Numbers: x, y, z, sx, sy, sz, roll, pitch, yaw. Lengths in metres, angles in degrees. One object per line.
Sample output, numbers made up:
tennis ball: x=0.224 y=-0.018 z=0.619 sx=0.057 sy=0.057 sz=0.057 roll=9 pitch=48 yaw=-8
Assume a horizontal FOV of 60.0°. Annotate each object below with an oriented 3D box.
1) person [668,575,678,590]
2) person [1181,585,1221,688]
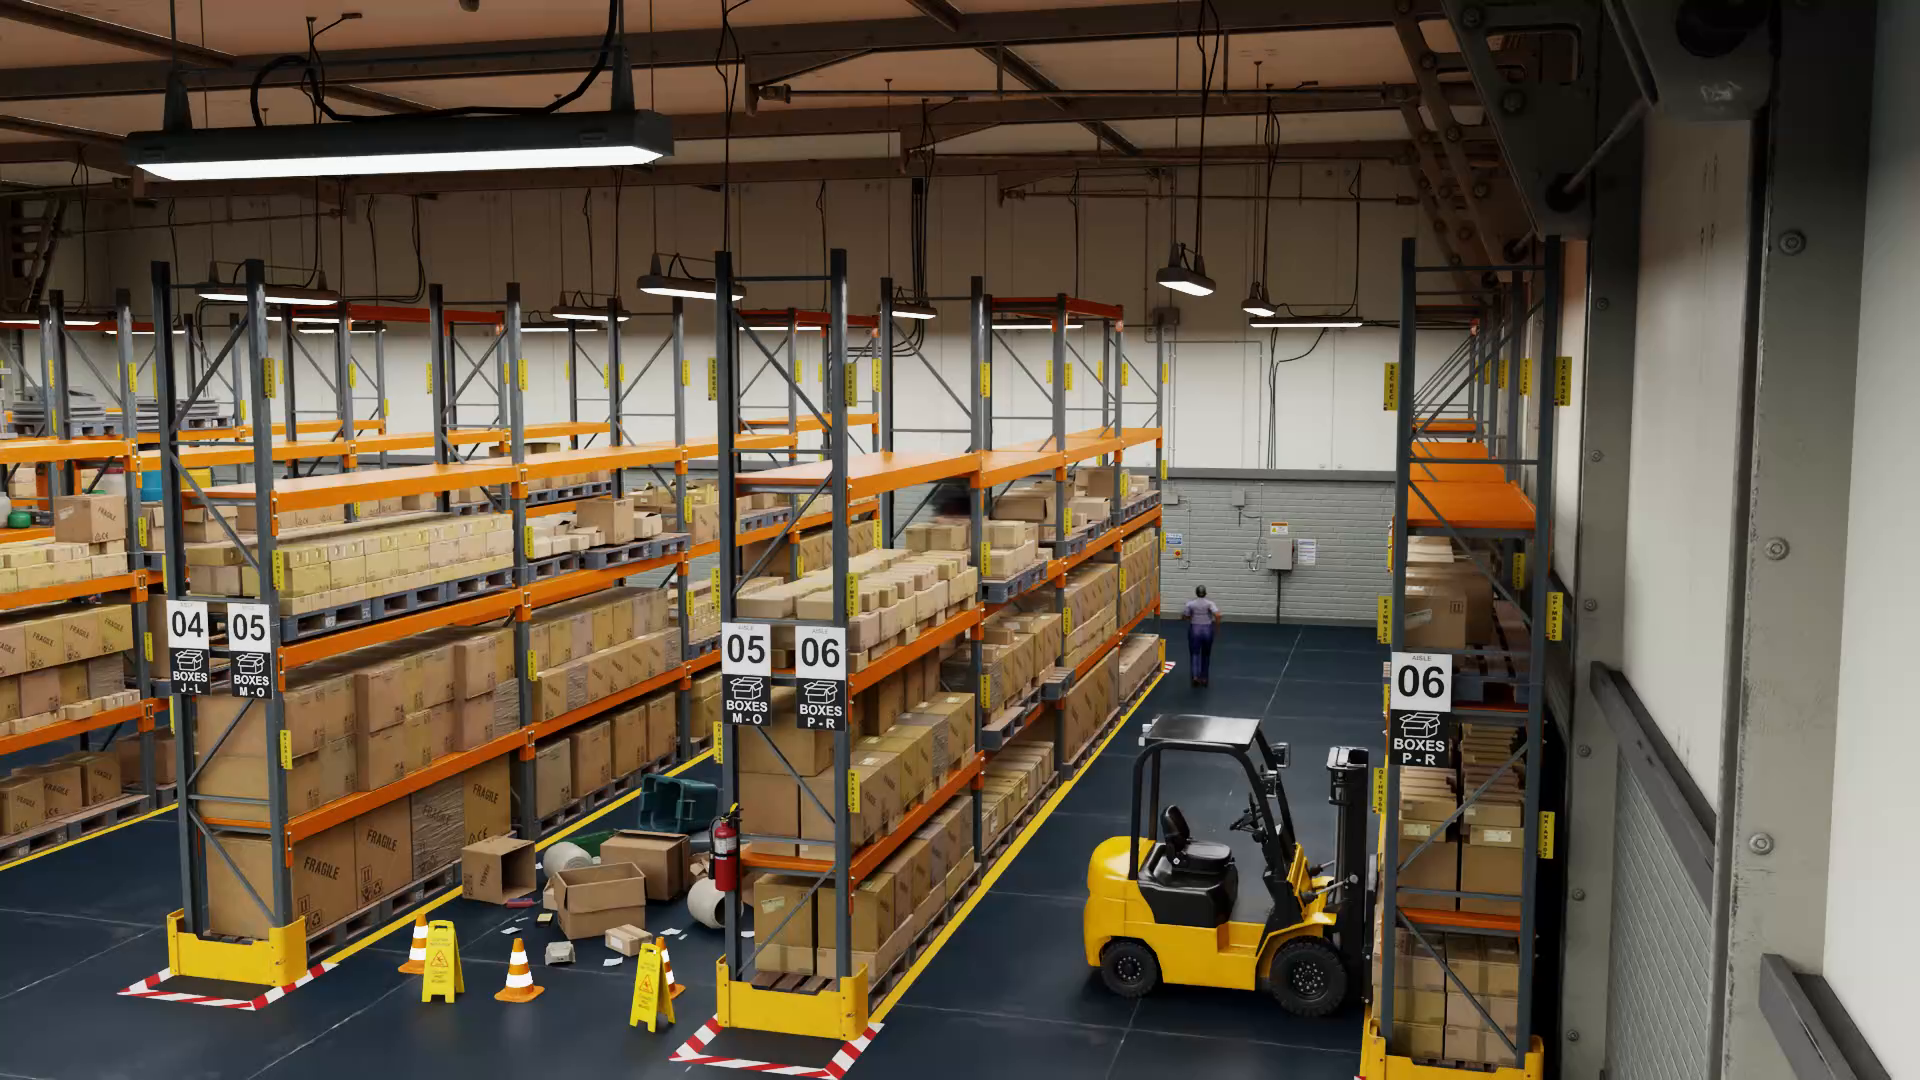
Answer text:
person: x=-4.554 y=1.459 z=26.780 sx=0.720 sy=1.824 sz=0.788 roll=2 pitch=7 yaw=22
person: x=3.829 y=1.536 z=26.473 sx=0.615 sy=1.654 sz=0.867 roll=1 pitch=6 yaw=7
